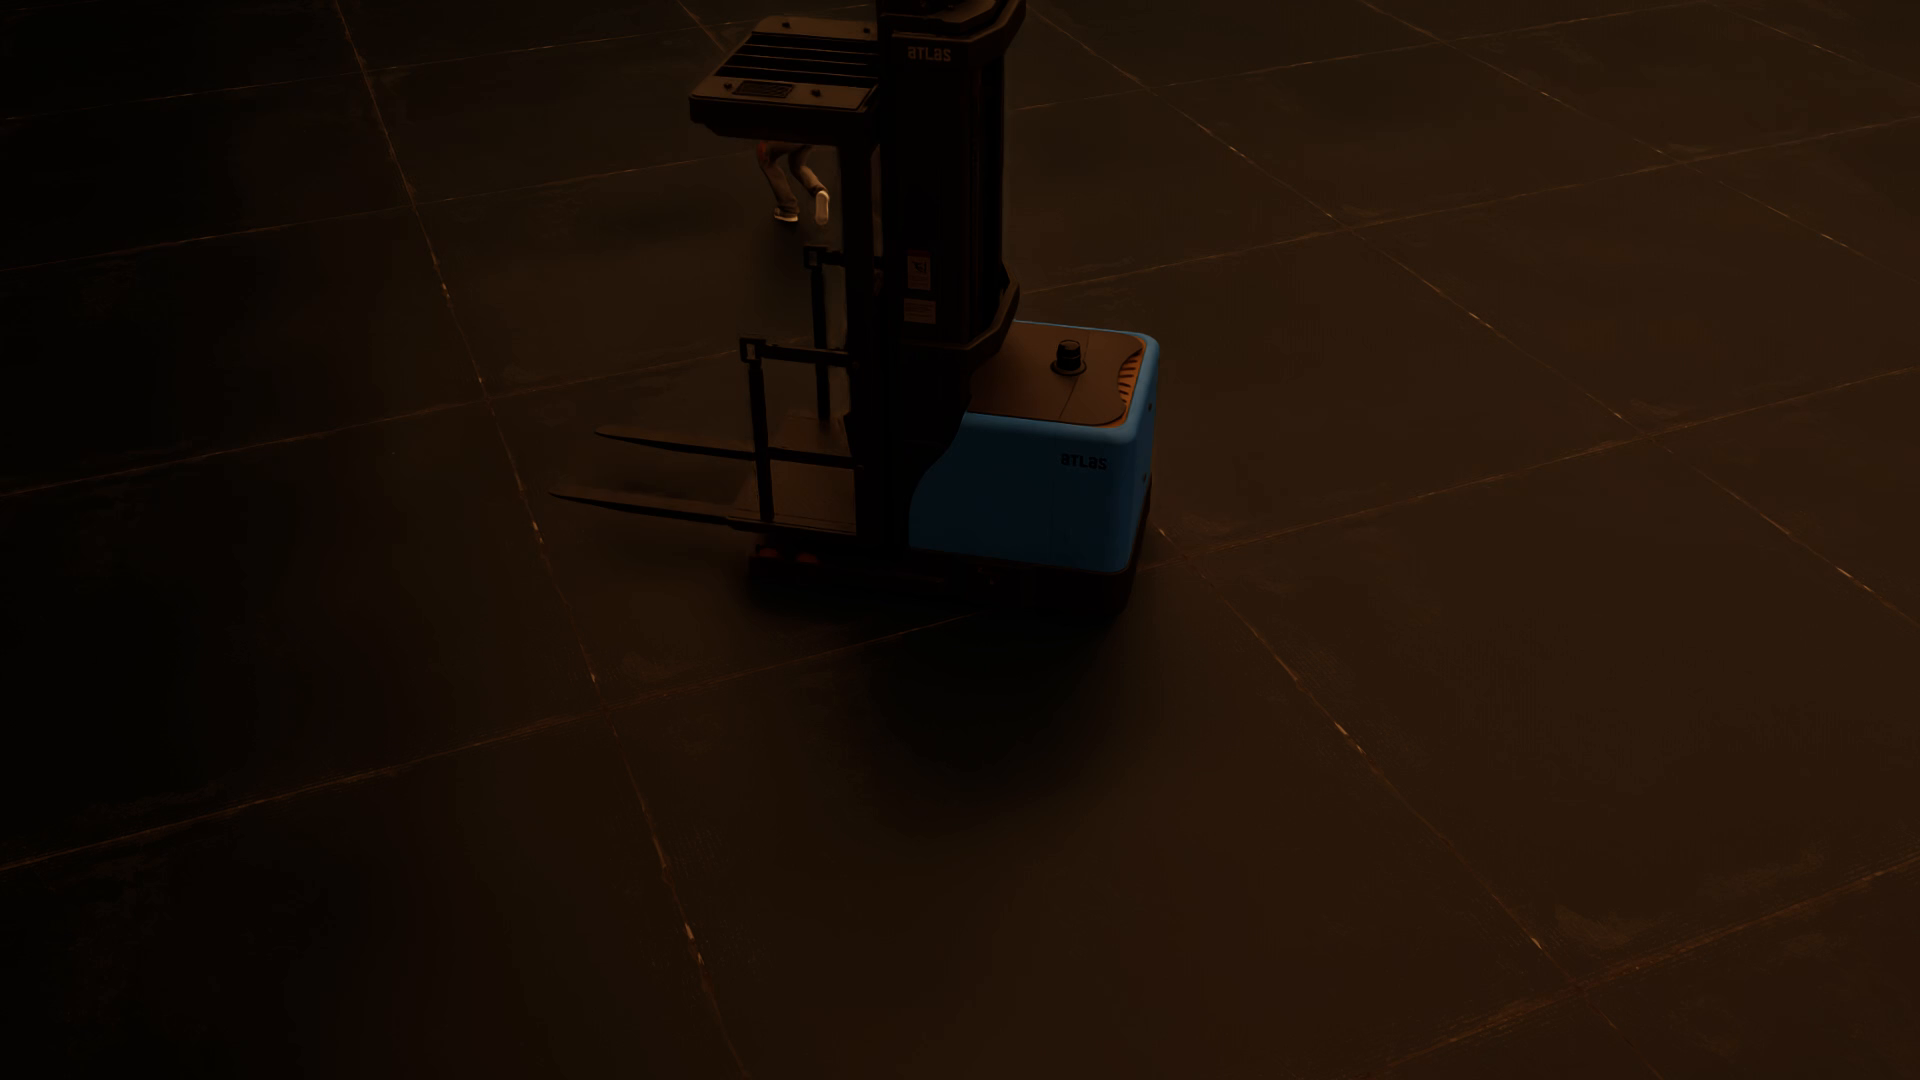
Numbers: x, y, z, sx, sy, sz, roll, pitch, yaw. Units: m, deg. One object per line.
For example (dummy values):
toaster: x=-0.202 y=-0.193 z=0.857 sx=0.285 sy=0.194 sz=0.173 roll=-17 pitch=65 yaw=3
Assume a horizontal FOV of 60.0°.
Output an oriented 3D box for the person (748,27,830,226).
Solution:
person: x=-1.182 y=-2.807 z=11.401 sx=0.635 sy=1.393 sz=0.580 roll=24 pitch=42 yaw=30

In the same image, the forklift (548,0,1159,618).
forklift: x=-0.578 y=-1.253 z=7.860 sx=3.031 sy=2.935 sz=1.130 roll=7 pitch=36 yaw=10
